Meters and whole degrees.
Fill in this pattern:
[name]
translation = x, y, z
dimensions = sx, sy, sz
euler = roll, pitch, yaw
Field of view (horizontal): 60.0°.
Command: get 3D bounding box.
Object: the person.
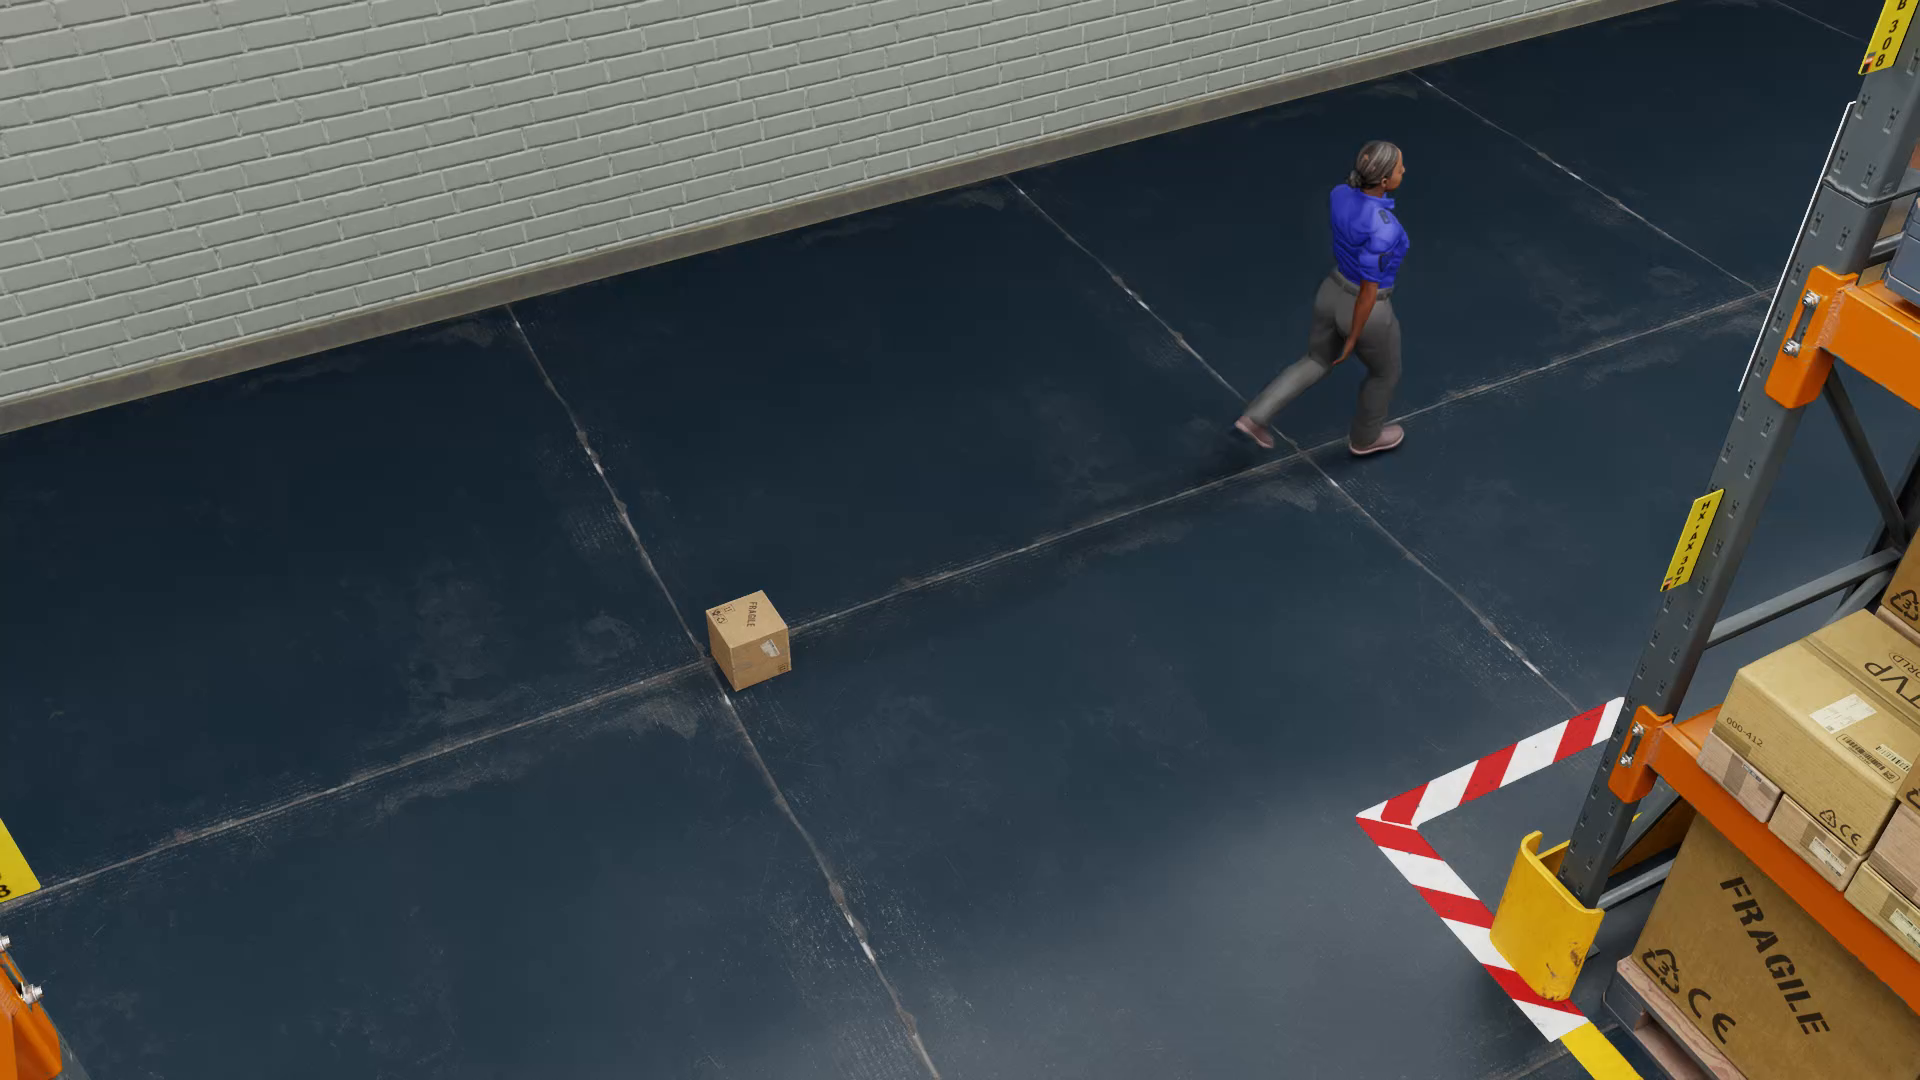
[person]
translation = 1.687, -1.014, 7.288
dimensions = 0.859, 1.615, 0.445
euler = -19, 45, -20
